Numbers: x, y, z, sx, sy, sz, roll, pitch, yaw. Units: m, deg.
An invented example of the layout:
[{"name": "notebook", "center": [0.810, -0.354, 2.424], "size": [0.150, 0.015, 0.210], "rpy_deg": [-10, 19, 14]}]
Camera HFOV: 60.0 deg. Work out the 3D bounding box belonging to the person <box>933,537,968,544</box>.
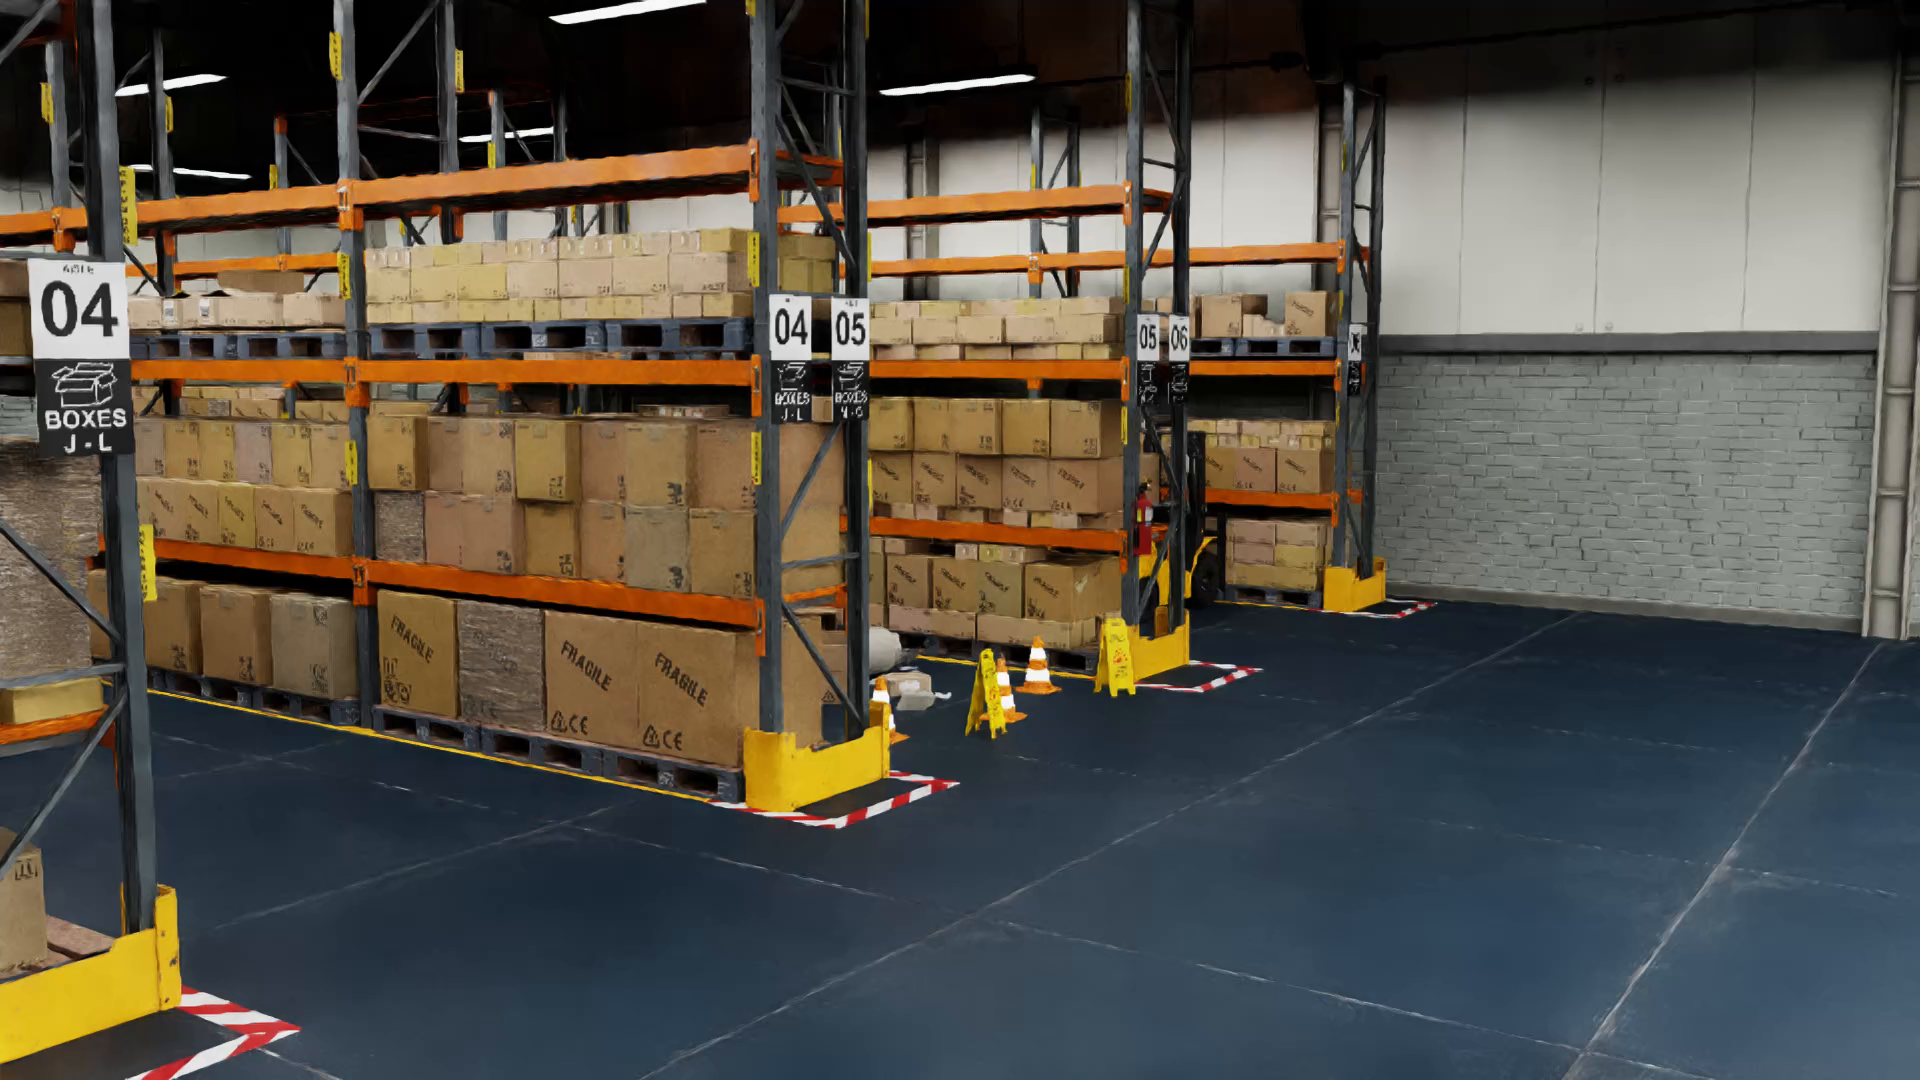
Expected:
[{"name": "person", "center": [-0.108, -0.038, 18.235], "size": [0.746, 1.740, 0.613], "rpy_deg": [-5, 8, -37]}]
